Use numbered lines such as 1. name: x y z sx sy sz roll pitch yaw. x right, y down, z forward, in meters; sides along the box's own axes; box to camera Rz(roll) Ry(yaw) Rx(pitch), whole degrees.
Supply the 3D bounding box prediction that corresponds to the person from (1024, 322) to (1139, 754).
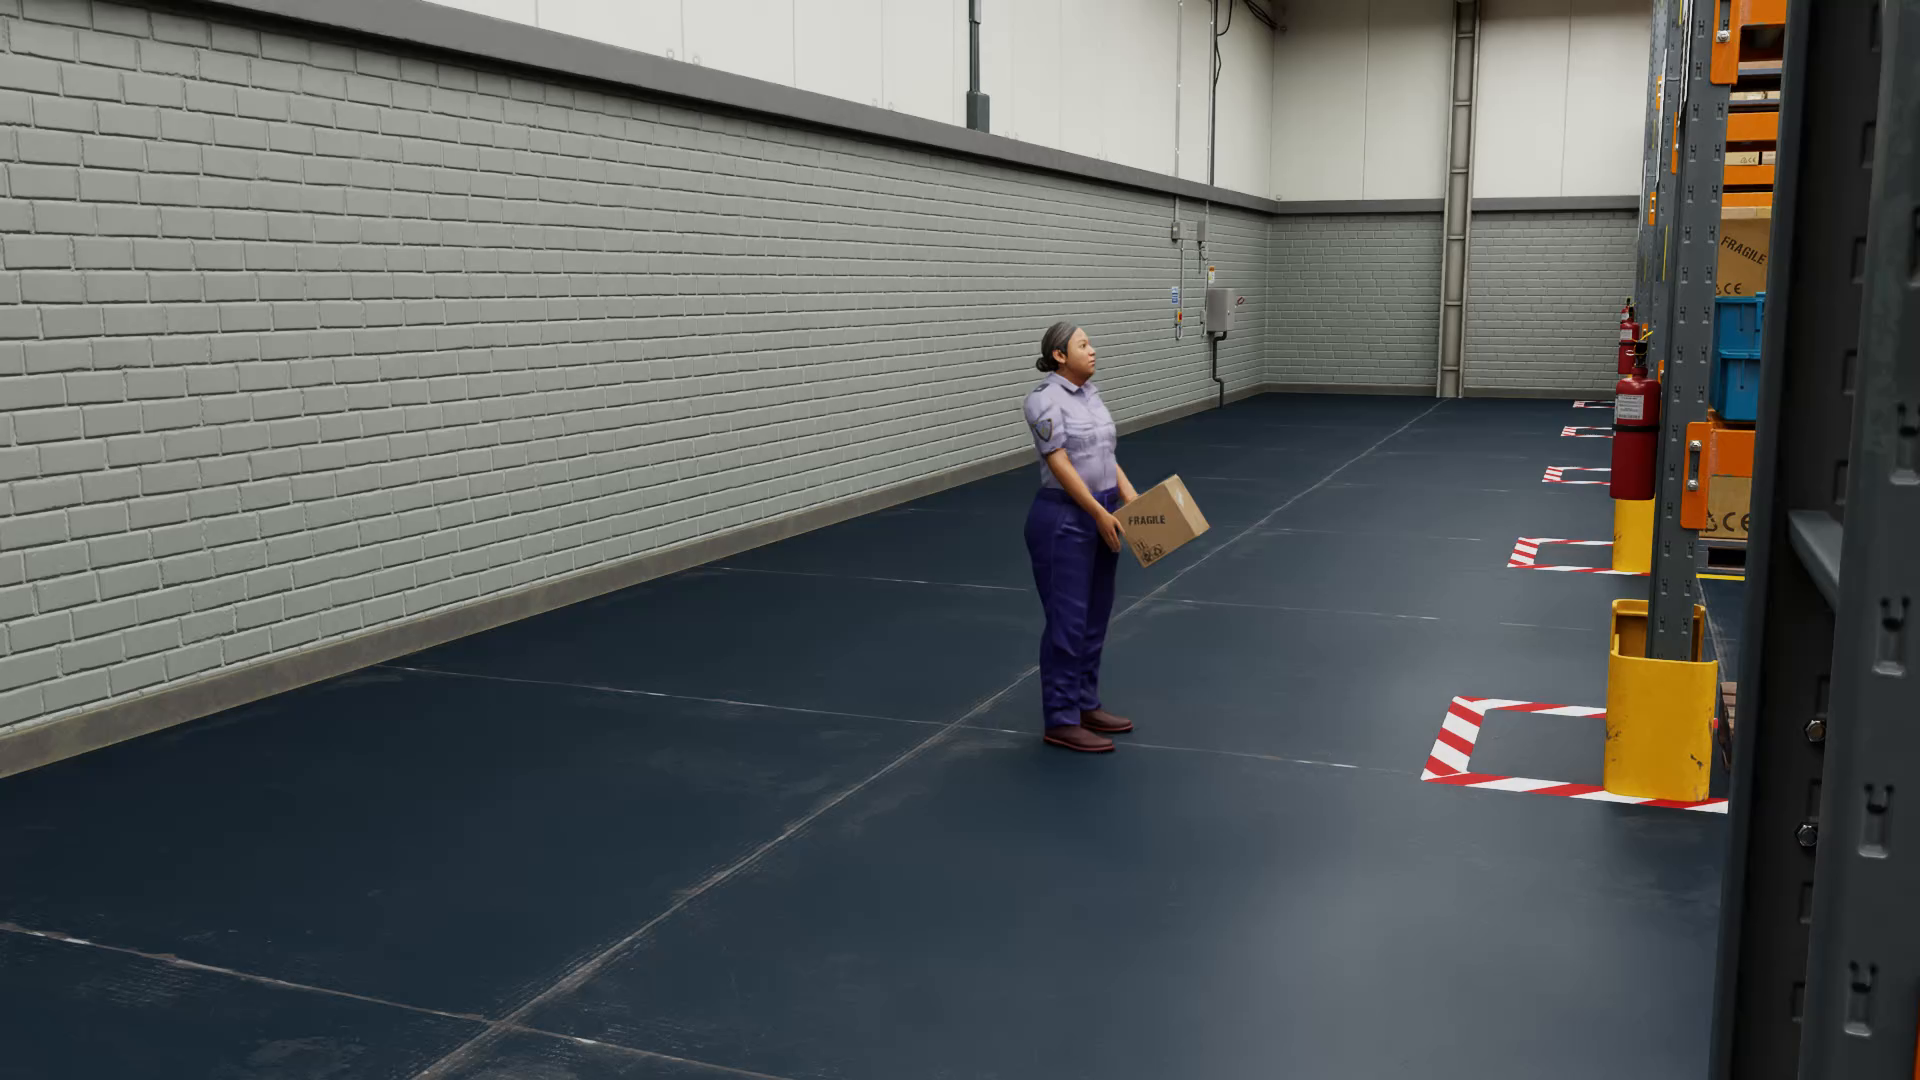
1. person: 0.504 -0.030 6.587 0.474 1.650 0.503 6 11 34
